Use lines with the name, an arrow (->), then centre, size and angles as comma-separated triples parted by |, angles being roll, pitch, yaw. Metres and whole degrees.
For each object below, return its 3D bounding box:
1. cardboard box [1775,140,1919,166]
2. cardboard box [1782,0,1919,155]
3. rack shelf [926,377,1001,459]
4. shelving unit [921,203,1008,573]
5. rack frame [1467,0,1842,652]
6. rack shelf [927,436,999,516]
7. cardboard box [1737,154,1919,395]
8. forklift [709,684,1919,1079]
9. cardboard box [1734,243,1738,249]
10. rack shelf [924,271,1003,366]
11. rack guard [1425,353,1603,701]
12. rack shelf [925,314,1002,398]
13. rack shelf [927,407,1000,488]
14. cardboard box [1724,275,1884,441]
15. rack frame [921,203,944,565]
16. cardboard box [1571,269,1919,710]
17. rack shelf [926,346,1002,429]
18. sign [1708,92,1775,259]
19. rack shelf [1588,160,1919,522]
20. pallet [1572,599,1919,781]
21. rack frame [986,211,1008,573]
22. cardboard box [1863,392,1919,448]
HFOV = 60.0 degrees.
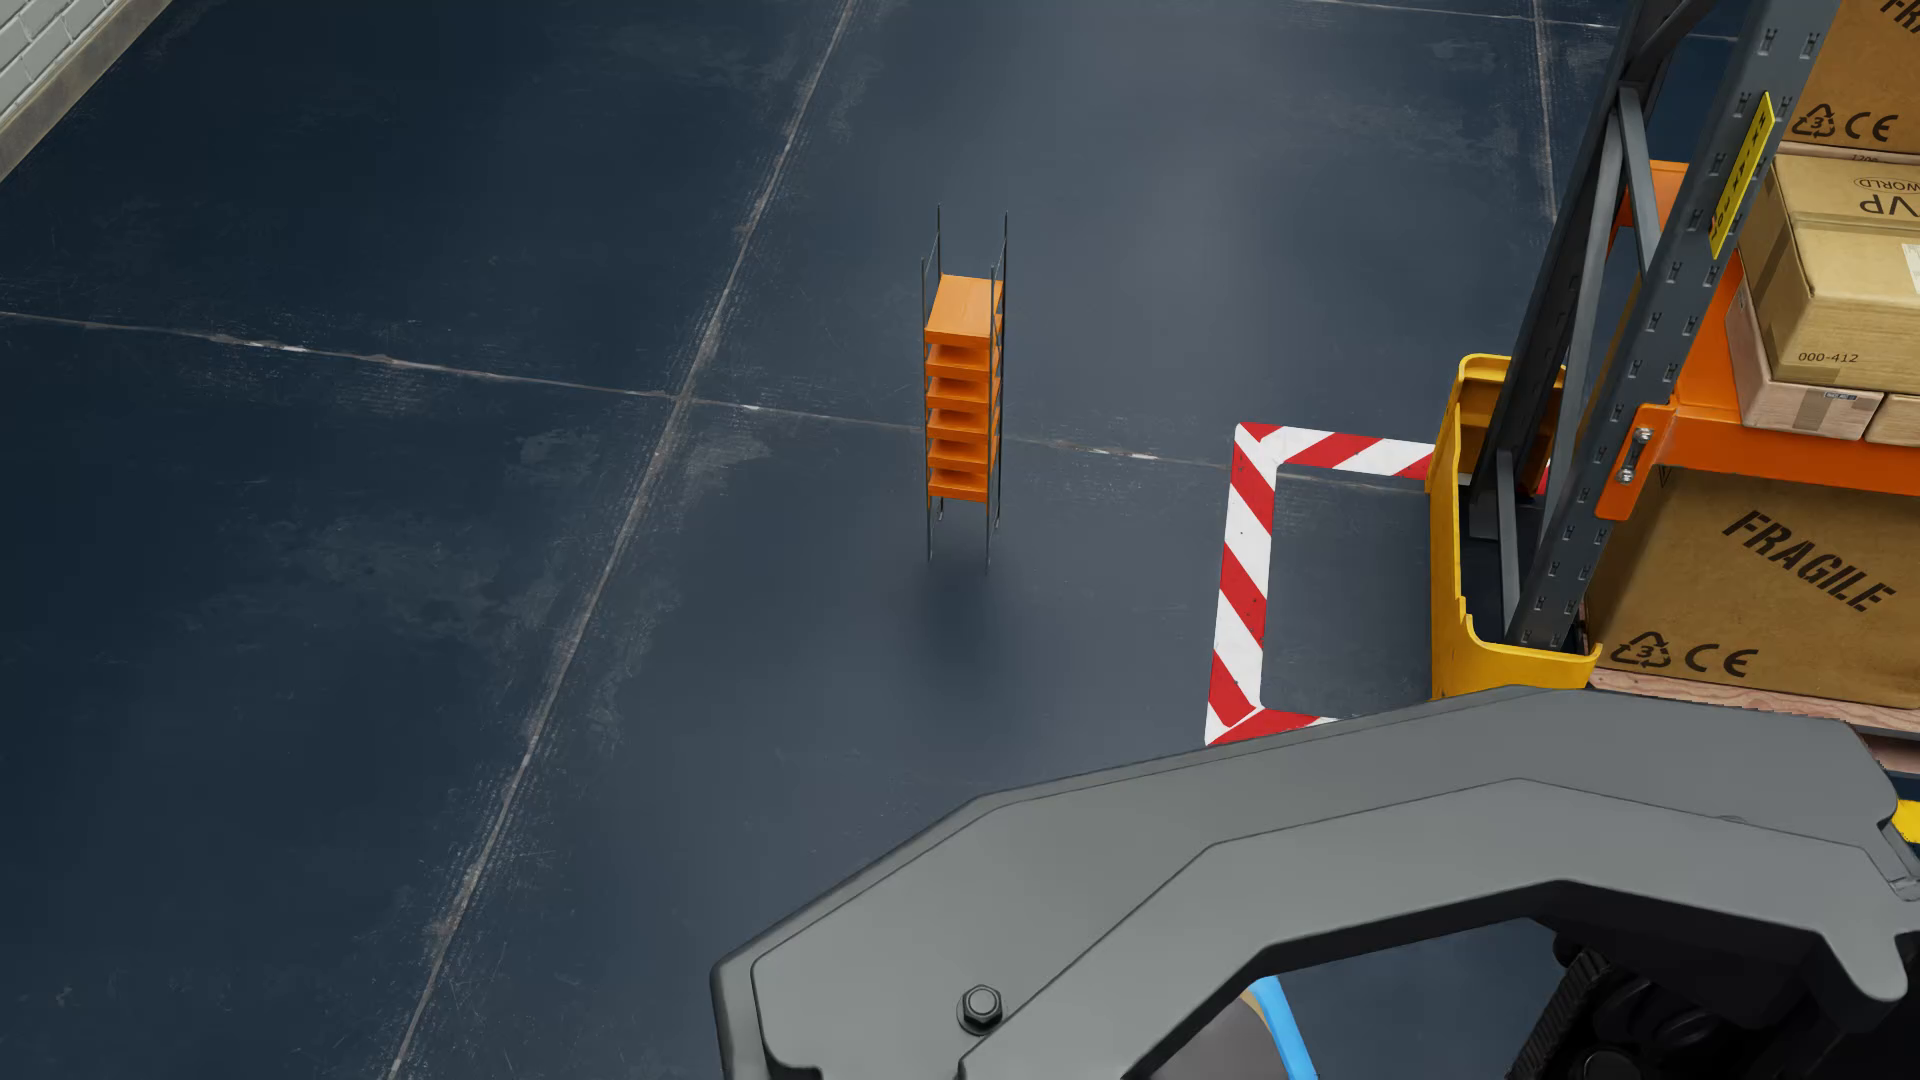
cardboard box -> 2.144, -0.972, 4.008 | 0.500, 0.250, 0.500 | 7, 48, 6
cardboard box -> 2.146, -1.221, 3.727 | 0.500, 0.500, 0.500 | 8, 49, 7
rack shelf -> 0.014, -0.369, 4.835 | 0.180, 0.103, 0.258 | 8, 49, 7
shelving unit -> 0.014, -0.399, 4.802 | 0.189, 1.200, 0.258 | 8, 49, 7
rack frame -> 1.619, -0.793, 3.946 | 0.127, 3.000, 1.000 | 8, 49, 7
rack shelf -> 0.014, -0.209, 5.014 | 0.180, 0.103, 0.258 | 8, 49, 7
cardboard box -> 2.044, -0.581, 3.656 | 0.500, 0.250, 0.500 | 7, 48, 6
forklift -> 0.436, 1.641, 1.805 | 1.130, 2.935, 3.031 | -10, 49, -9
cardboard box -> 2.028, -0.903, 4.214 | 0.250, 0.149, 0.380 | 9, 49, 8
rack shelf -> 0.014, -0.610, 4.567 | 0.180, 0.103, 0.258 | 8, 49, 7
rack guard -> 1.596, 0.039, 4.879 | 0.348, 0.500, 1.175 | 8, 49, 7
rack shelf -> 0.014, -0.530, 4.657 | 0.180, 0.103, 0.258 | 8, 49, 7
rack shelf -> 0.014, -0.289, 4.924 | 0.180, 0.103, 0.258 | 8, 49, 7
cardboard box -> 1.910, -0.421, 3.780 | 0.250, 0.149, 0.380 | 8, 49, 7
rack frame -> -0.076, -0.411, 4.813 | 0.006, 1.200, 0.240 | 8, 49, 7
cardboard box -> 2.263, -0.197, 4.557 | 0.875, 0.875, 0.875 | 8, 49, 7
rack shelf -> 0.014, -0.450, 4.746 | 0.180, 0.103, 0.258 | 8, 49, 7
sign -> 1.515, -0.703, 3.230 | 0.005, 0.325, 0.100 | 8, 49, 7
rack shelf -> 3.588, -0.288, 3.976 | 4.000, 0.370, 1.077 | 8, 49, 7
pallet -> 2.420, 0.188, 4.940 | 1.213, 0.211, 1.003 | 8, 49, 7
rack frame -> 0.104, -0.387, 4.791 | 0.006, 1.200, 0.240 | 8, 49, 7
cardboard box -> 2.163, -0.388, 3.751 | 0.250, 0.149, 0.380 | 7, 48, 6
